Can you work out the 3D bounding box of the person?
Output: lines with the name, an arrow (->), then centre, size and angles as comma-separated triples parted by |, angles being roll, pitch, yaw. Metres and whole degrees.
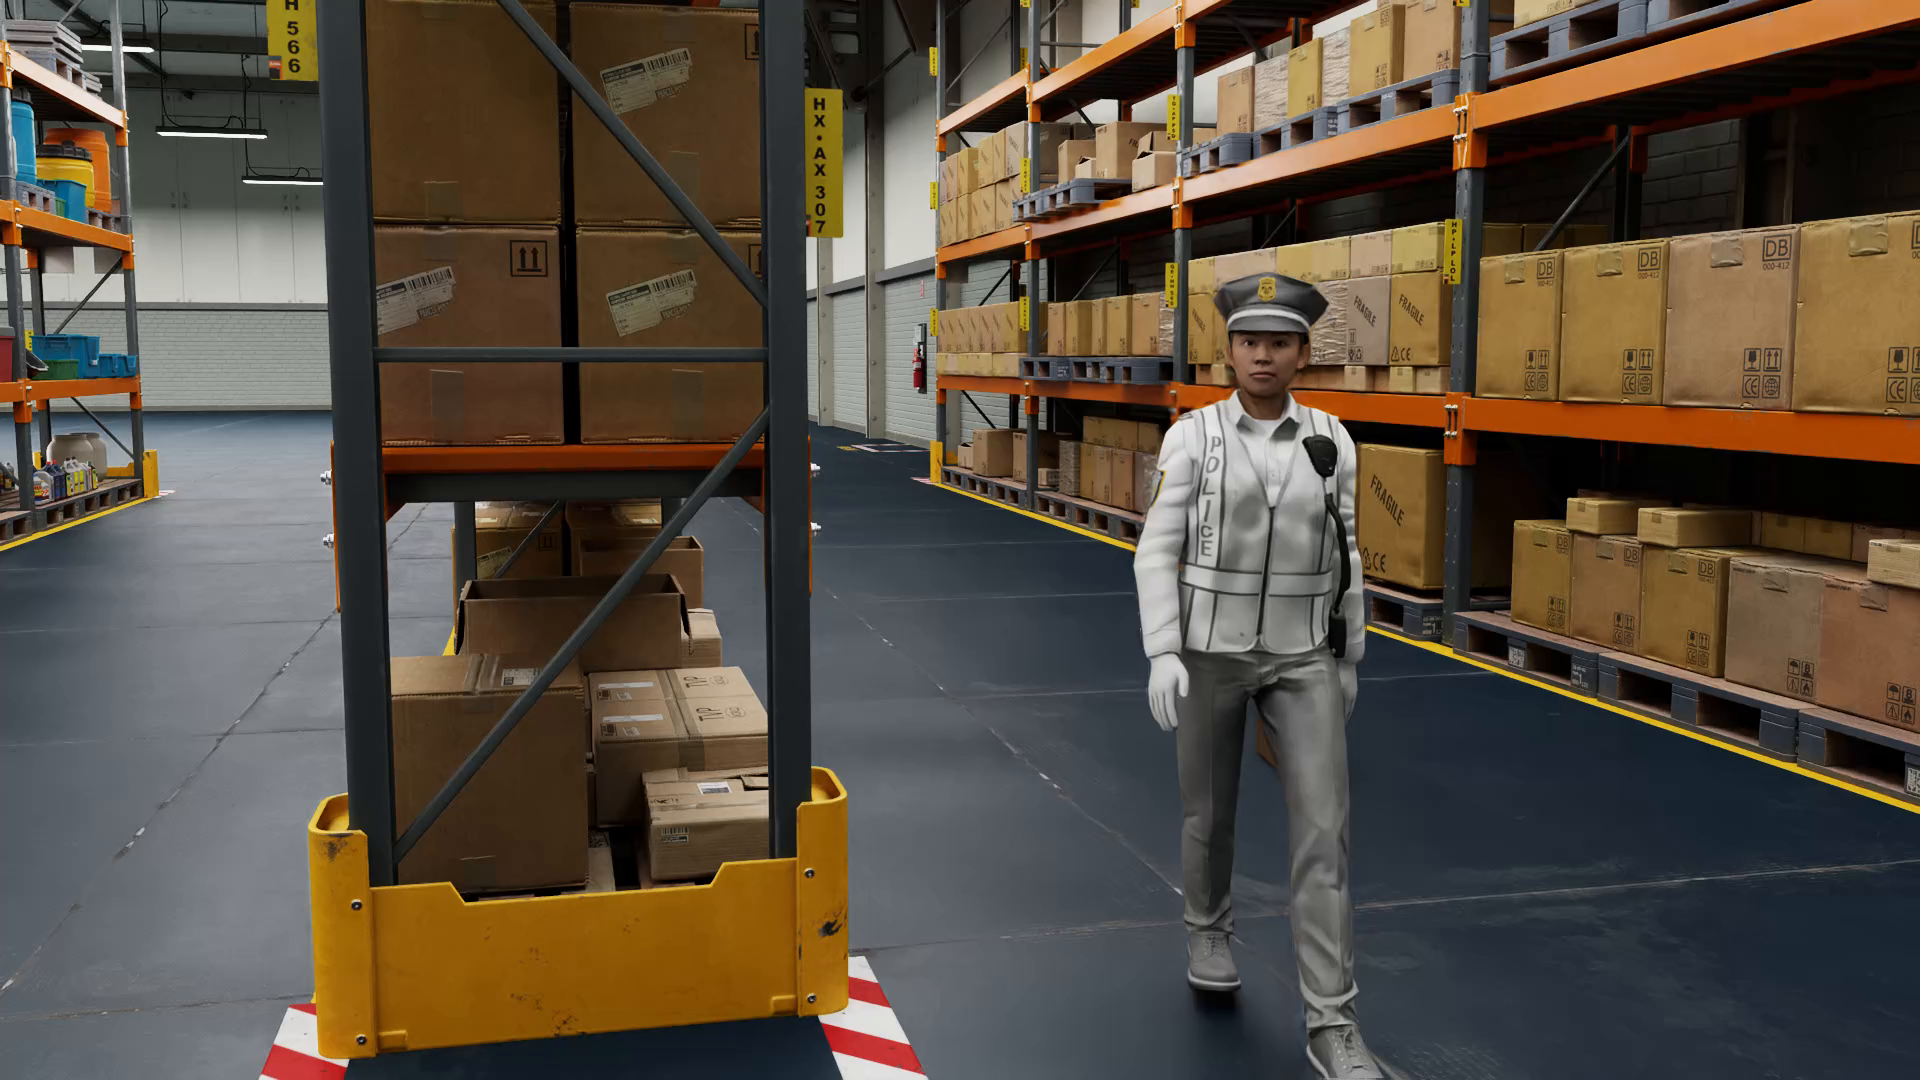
person -> 0.635, 0.256, 3.554 | 0.526, 1.645, 0.922 | 0, 6, 3
